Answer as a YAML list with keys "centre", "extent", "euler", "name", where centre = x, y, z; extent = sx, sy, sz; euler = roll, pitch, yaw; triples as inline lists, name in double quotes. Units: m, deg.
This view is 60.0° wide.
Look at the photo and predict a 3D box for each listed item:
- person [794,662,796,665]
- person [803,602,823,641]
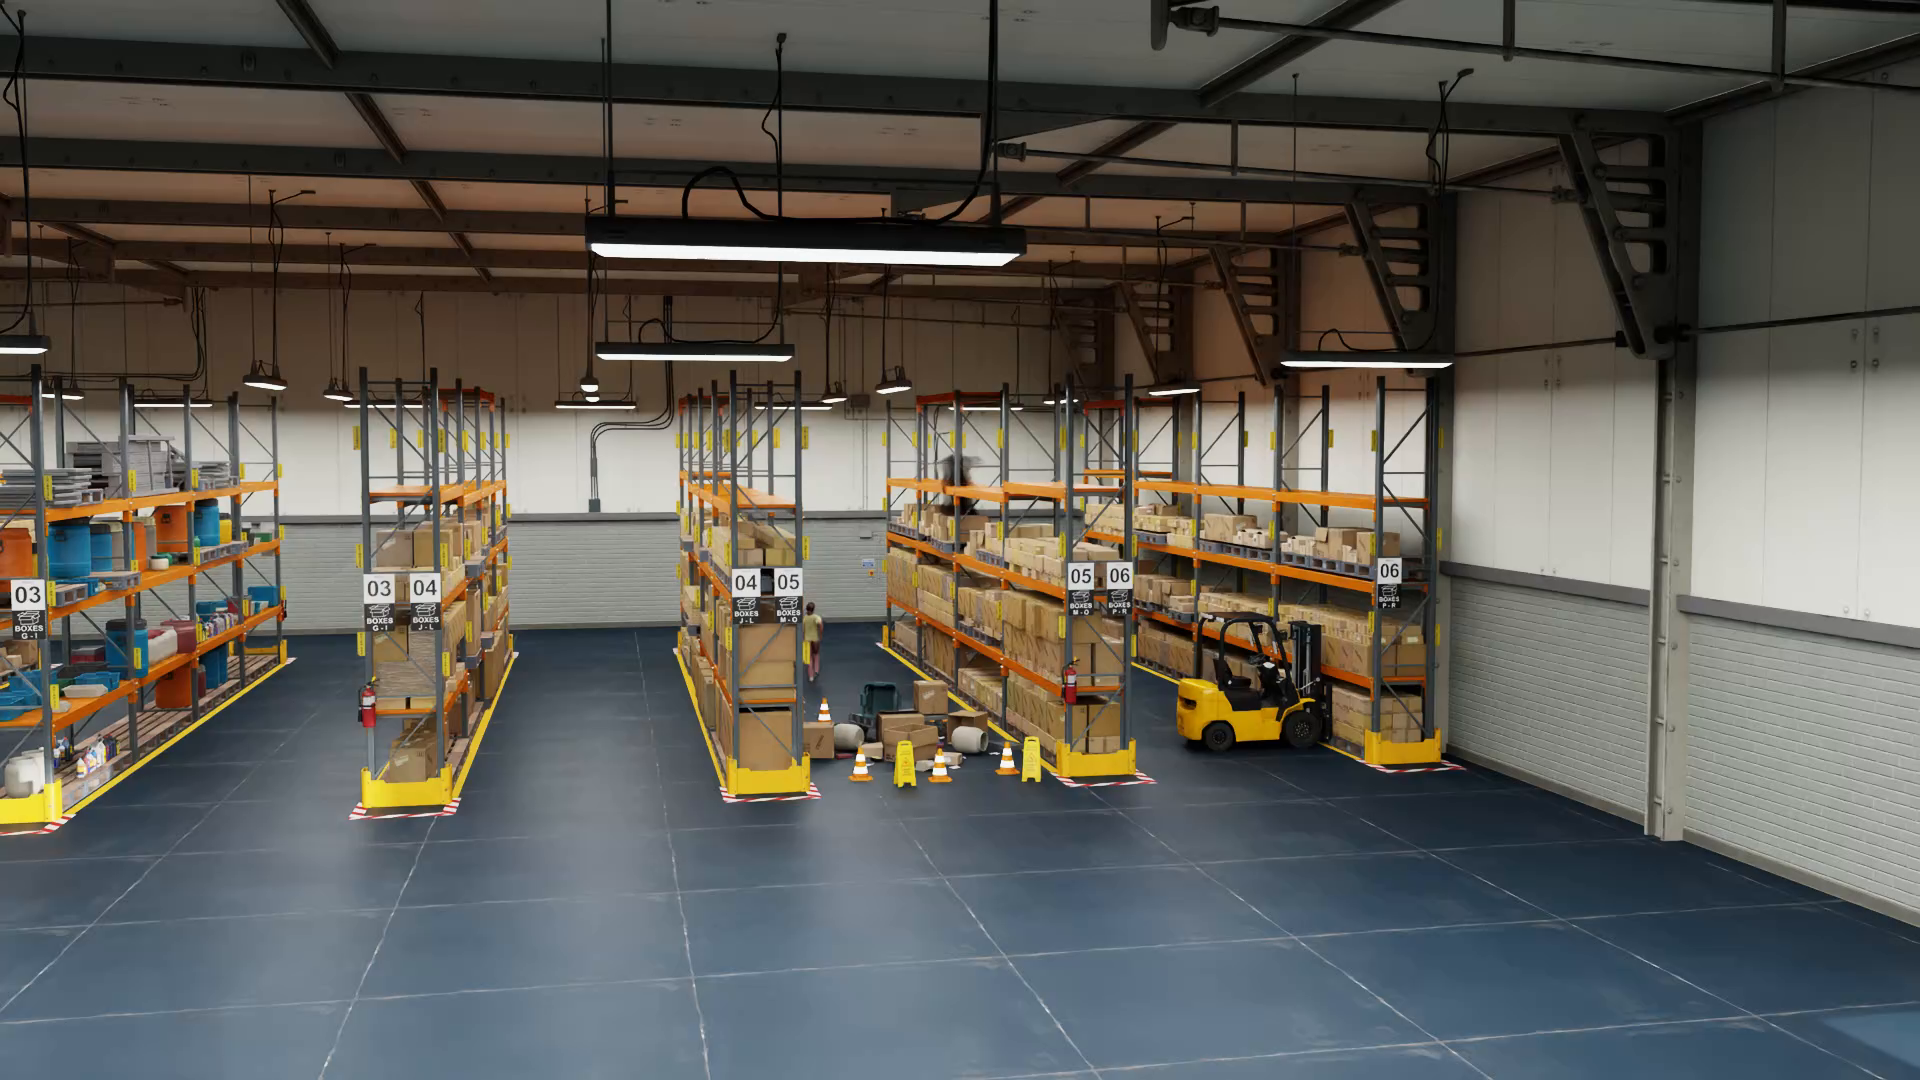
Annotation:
- centre: [-3.917, 2.000, 36.727]
  extent: [0.760, 1.679, 0.647]
  euler: [1, 4, 23]
  name: "person"
- centre: [-3.099, 1.705, 34.419]
  extent: [0.540, 0.803, 0.589]
  euler: [0, 3, -5]
  name: "person"
